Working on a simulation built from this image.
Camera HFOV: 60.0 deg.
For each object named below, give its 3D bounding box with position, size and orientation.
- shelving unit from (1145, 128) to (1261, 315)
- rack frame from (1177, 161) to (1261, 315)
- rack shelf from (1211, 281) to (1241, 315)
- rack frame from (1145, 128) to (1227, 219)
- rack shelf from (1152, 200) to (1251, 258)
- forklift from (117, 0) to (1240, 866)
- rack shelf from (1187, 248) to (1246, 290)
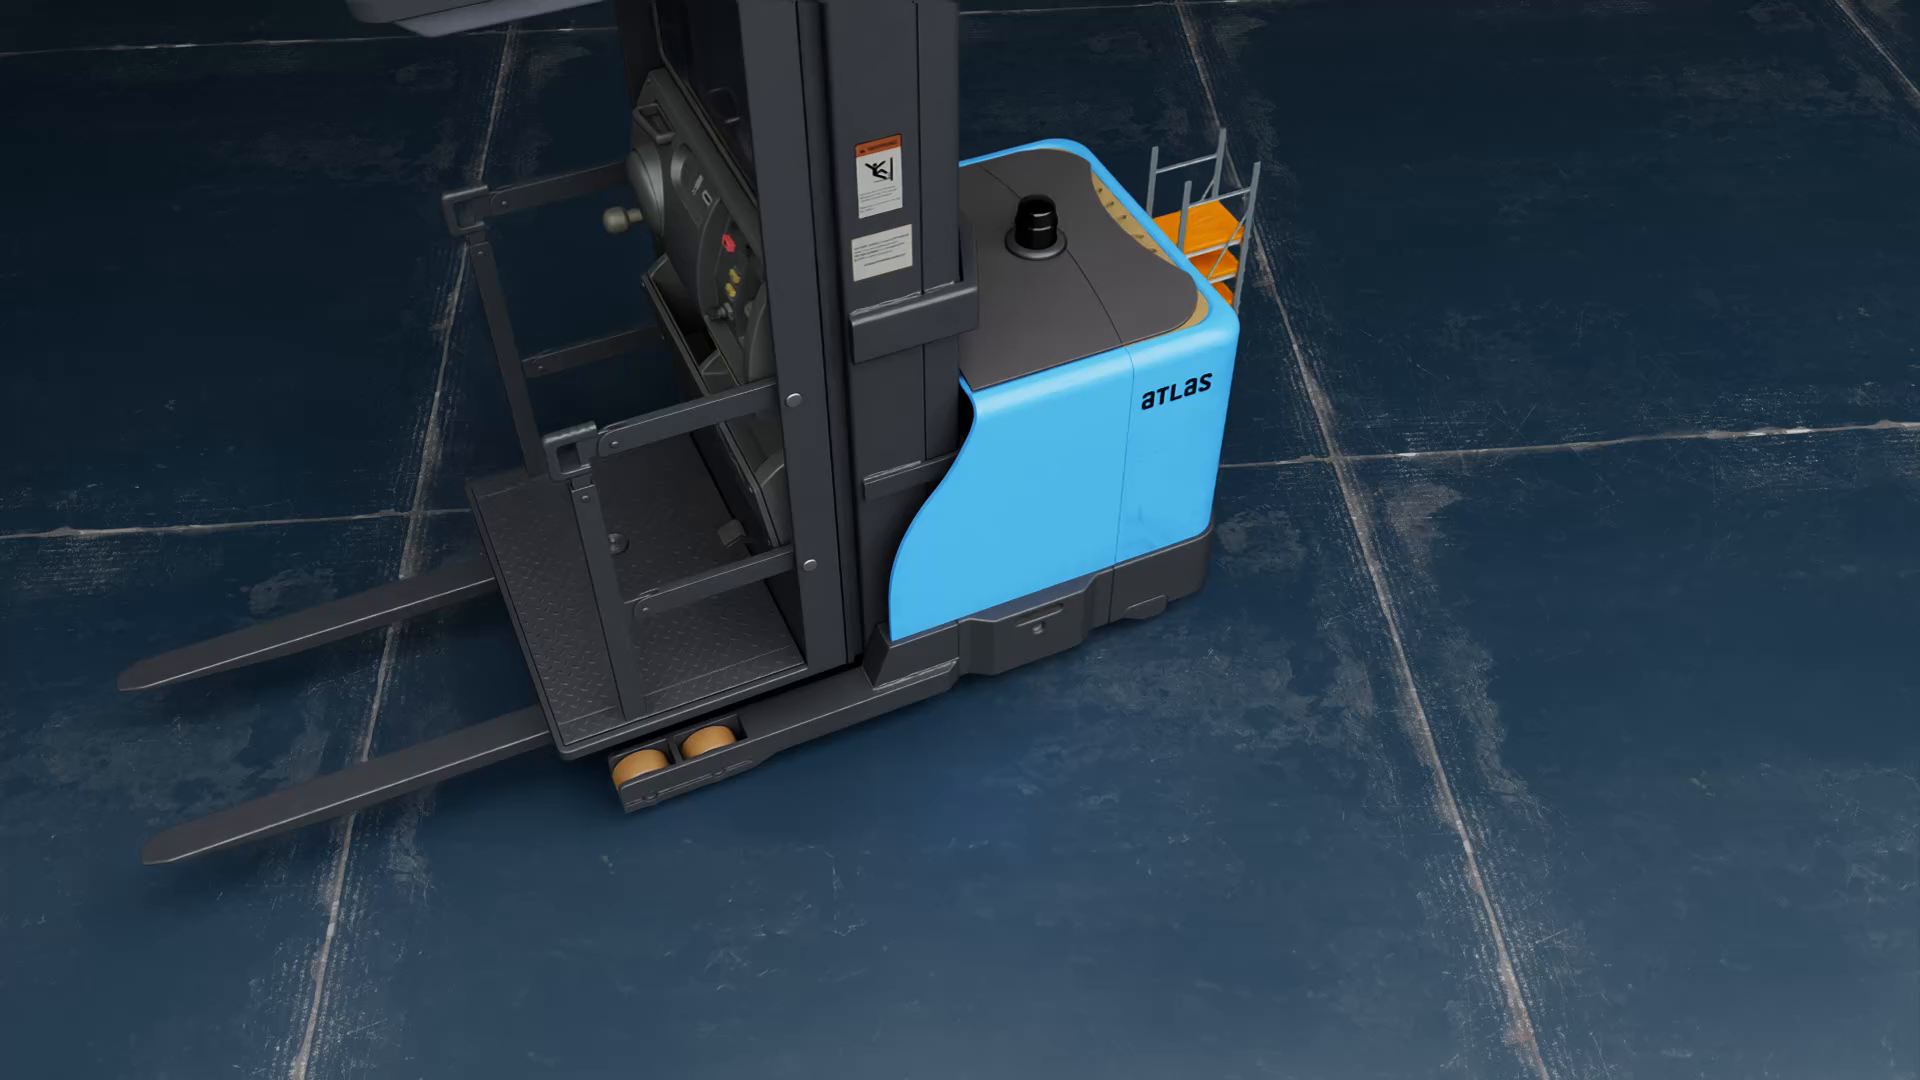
[{"bbox_3d":[0.681,-0.654,5.043,0.258,1.200,0.189,-18,49,-17],"label":"shelving unit"},{"bbox_3d":[0.719,-0.594,4.986,0.240,1.200,0.006,-18,49,-17],"label":"rack frame"},{"bbox_3d":[0.681,-0.706,4.988,0.258,0.103,0.180,-18,49,-17],"label":"rack shelf"},{"bbox_3d":[0.643,-0.715,5.100,0.240,1.200,0.006,-18,49,-17],"label":"rack frame"},{"bbox_3d":[0.681,-0.871,4.814,0.258,0.103,0.180,-18,49,-17],"label":"rack shelf"},{"bbox_3d":[-0.812,-0.716,3.909,3.031,2.935,1.130,-18,49,-17],"label":"forklift"},{"bbox_3d":[0.681,-0.789,4.901,0.258,0.103,0.180,-18,49,-17],"label":"rack shelf"}]
